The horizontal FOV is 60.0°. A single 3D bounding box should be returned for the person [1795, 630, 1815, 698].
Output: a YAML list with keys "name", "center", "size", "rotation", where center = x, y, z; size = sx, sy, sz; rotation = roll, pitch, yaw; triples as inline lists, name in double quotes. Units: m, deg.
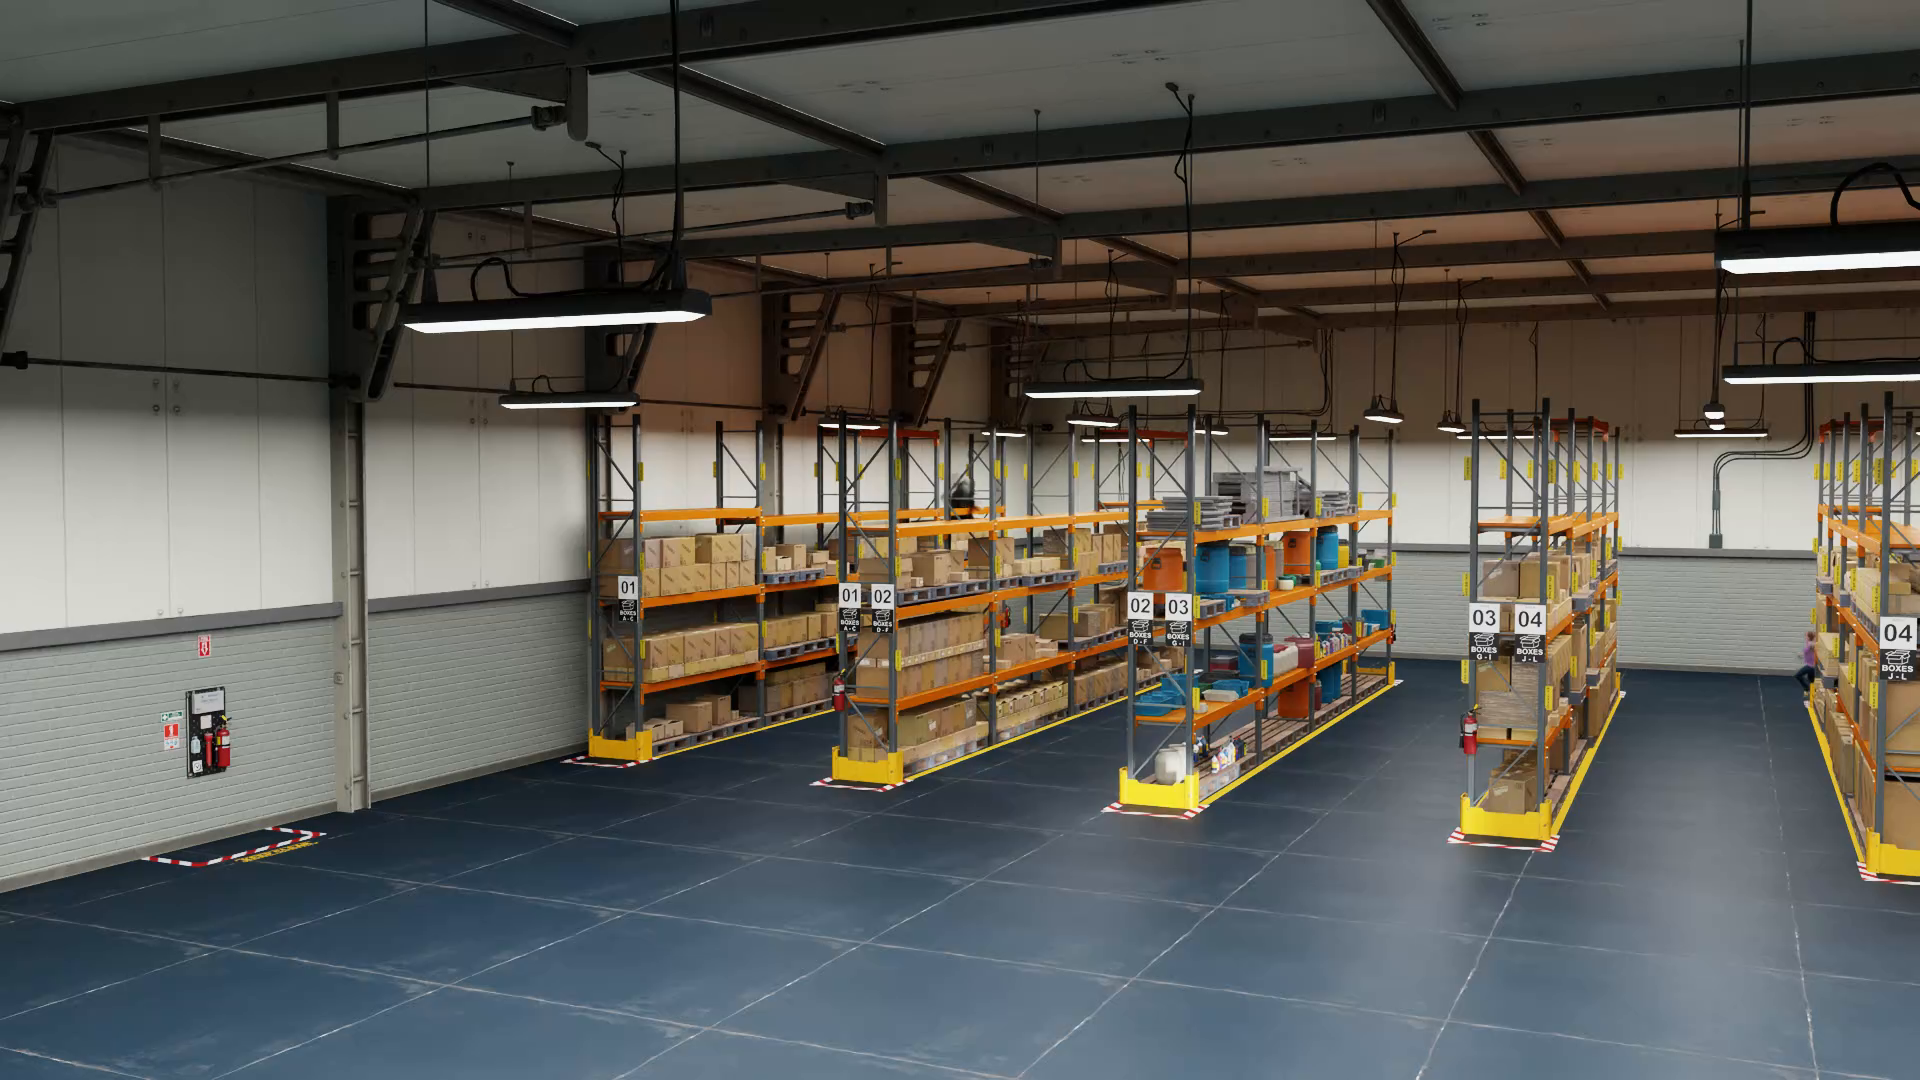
- name: "person"
  center: [18.720, 2.742, 36.562]
  size: [0.640, 1.528, 0.675]
  rotation: [1, 2, 20]
